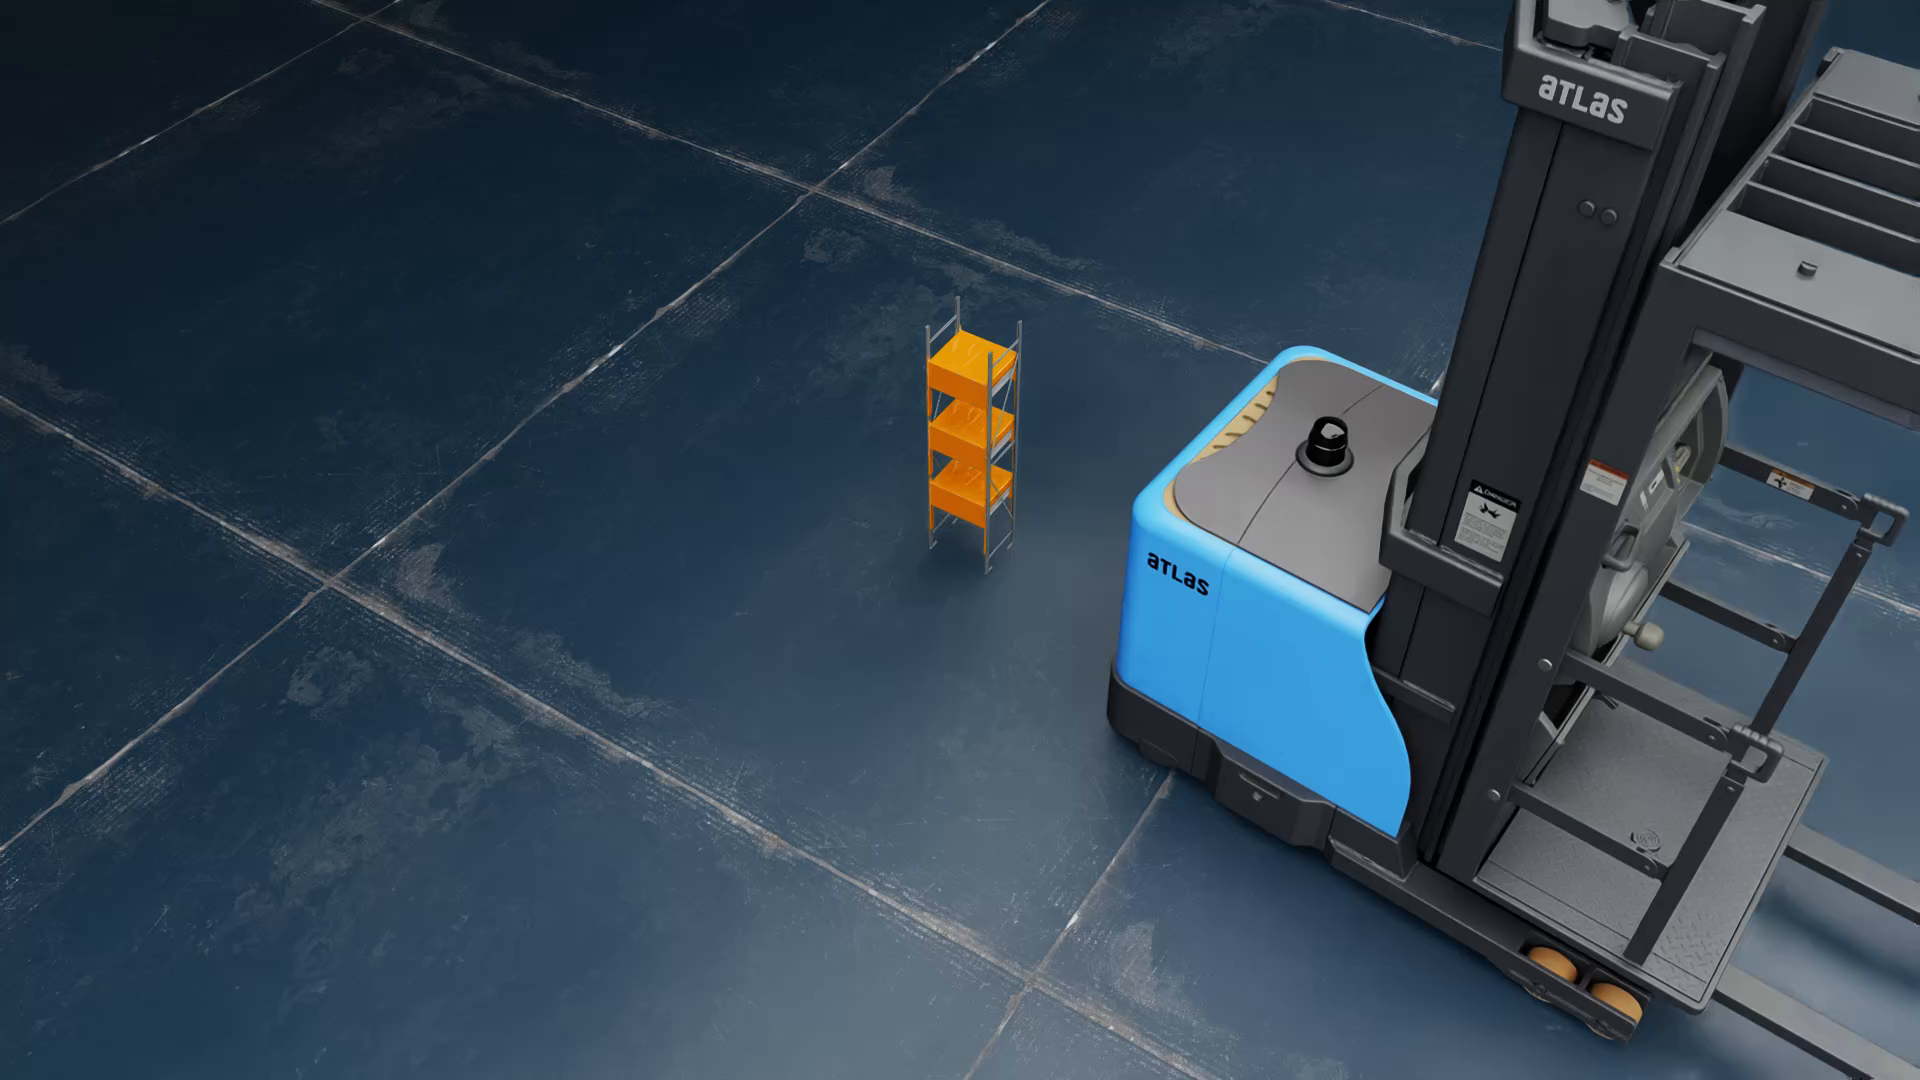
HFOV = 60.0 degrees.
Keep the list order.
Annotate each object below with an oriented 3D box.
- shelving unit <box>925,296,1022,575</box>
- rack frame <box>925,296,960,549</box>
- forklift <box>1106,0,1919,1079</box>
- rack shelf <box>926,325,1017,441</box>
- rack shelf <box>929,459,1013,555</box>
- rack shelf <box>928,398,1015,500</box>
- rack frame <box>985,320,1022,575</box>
[{"bbox_3d":[0.045,-0.345,5.853,0.252,1.050,0.215,25,51,22],"label":"shelving unit"},{"bbox_3d":[-0.058,-0.392,5.899,0.008,1.050,0.200,25,51,22],"label":"rack frame"},{"bbox_3d":[1.968,-0.008,4.214,3.031,2.935,1.130,29,52,25],"label":"forklift"},{"bbox_3d":[0.045,-0.536,5.657,0.240,0.259,0.215,25,51,22],"label":"rack shelf"},{"bbox_3d":[0.045,-0.144,6.060,0.240,0.259,0.215,25,51,22],"label":"rack shelf"},{"bbox_3d":[0.045,-0.338,5.861,0.240,0.259,0.215,25,51,22],"label":"rack shelf"},{"bbox_3d":[0.148,-0.298,5.807,0.008,1.050,0.200,25,51,22],"label":"rack frame"}]
